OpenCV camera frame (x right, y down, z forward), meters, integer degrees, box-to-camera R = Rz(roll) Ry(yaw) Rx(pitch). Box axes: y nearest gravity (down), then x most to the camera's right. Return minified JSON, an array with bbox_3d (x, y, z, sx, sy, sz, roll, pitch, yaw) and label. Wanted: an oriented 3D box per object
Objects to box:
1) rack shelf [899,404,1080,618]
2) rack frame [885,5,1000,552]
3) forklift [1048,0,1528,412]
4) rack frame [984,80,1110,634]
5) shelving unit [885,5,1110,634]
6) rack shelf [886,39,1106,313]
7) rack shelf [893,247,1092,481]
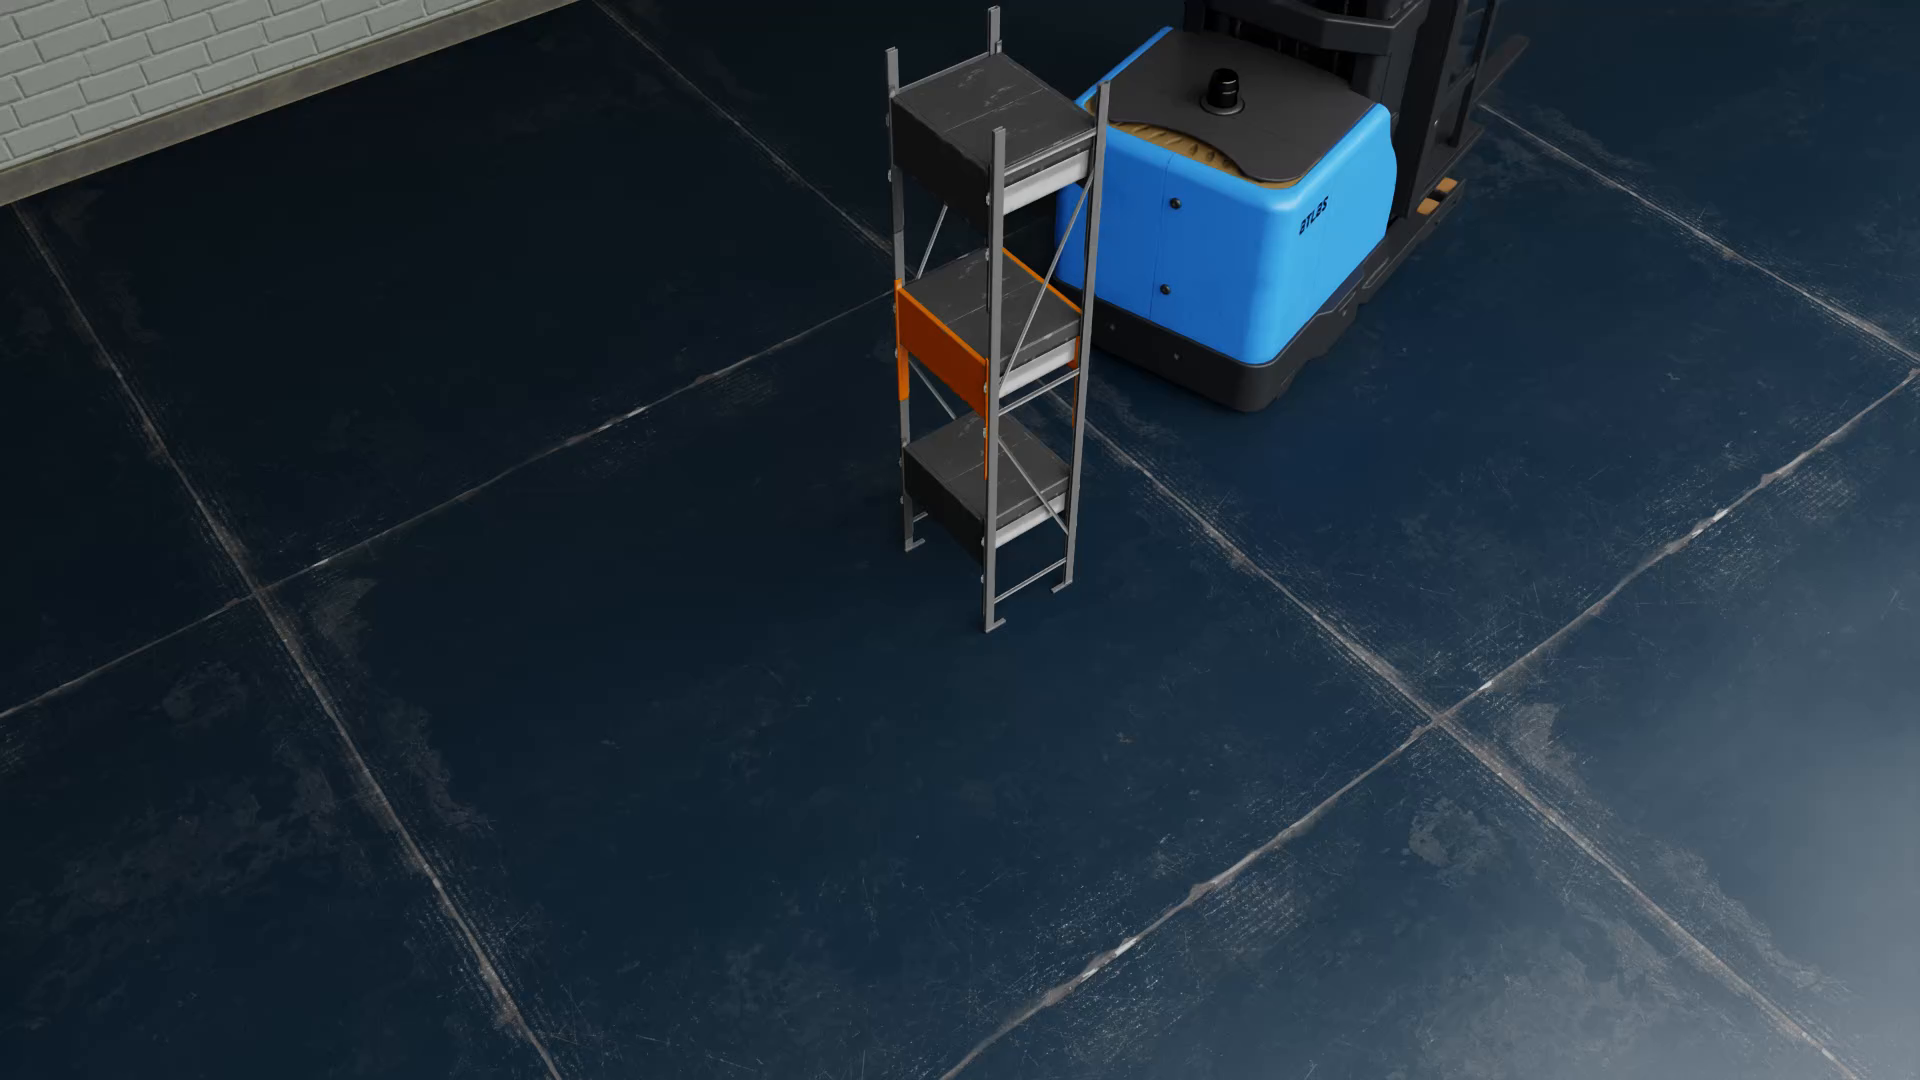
[{"bbox_3d":[0.100,-0.128,5.912,0.431,0.518,0.480,-29,54,-24],"label":"rack shelf"},{"bbox_3d":[-0.048,-0.752,5.514,0.400,2.100,0.015,-29,54,-24],"label":"rack frame"},{"bbox_3d":[1.639,-2.548,6.582,1.130,2.935,3.031,28,54,23],"label":"forklift"},{"bbox_3d":[0.248,-0.464,5.253,0.400,2.100,0.015,-29,54,-24],"label":"rack frame"},{"bbox_3d":[0.100,-0.608,5.384,0.431,2.100,0.503,-29,54,-24],"label":"shelving unit"},{"bbox_3d":[0.100,-1.069,4.875,0.431,0.518,0.480,-29,54,-24],"label":"rack shelf"},{"bbox_3d":[0.100,-0.598,5.394,0.431,0.518,0.480,-29,54,-24],"label":"rack shelf"}]
